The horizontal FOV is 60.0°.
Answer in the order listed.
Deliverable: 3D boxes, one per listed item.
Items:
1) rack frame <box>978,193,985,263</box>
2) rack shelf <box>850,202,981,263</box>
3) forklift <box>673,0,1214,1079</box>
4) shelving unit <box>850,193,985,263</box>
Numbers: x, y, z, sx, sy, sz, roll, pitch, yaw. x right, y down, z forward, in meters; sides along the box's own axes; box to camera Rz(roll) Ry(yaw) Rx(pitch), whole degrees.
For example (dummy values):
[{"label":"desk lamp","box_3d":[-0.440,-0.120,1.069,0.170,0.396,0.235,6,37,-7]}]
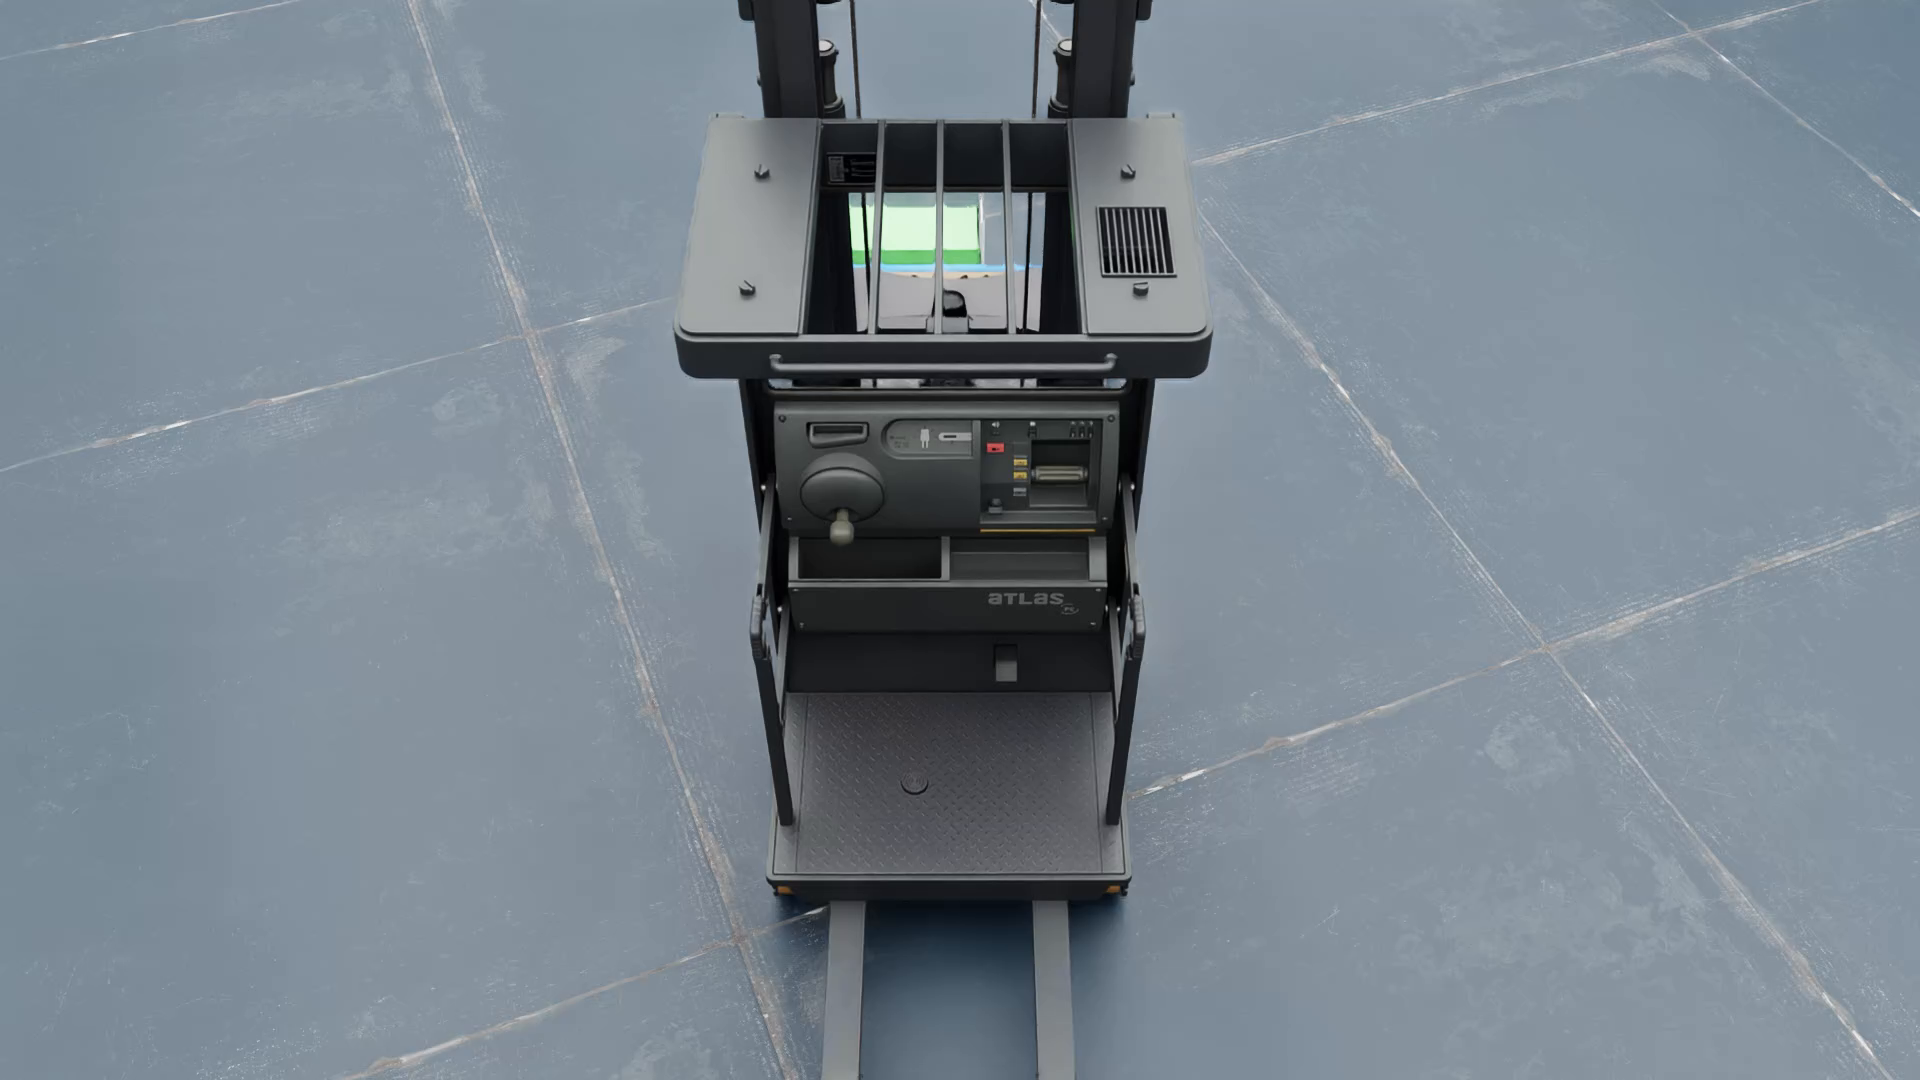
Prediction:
[{"label":"rack frame","box_3d":[0.074,-0.775,6.124,0.015,1.200,0.240,0,49,0]},{"label":"rack shelf","box_3d":[-0.170,-1.044,5.807,0.480,0.148,0.258,0,49,0]},{"label":"forklift","box_3d":[-0.033,-0.078,4.385,1.130,2.935,3.031,0,49,0]},{"label":"shelving unit","box_3d":[-0.170,-0.773,6.123,0.503,1.200,0.258,0,49,0]}]
